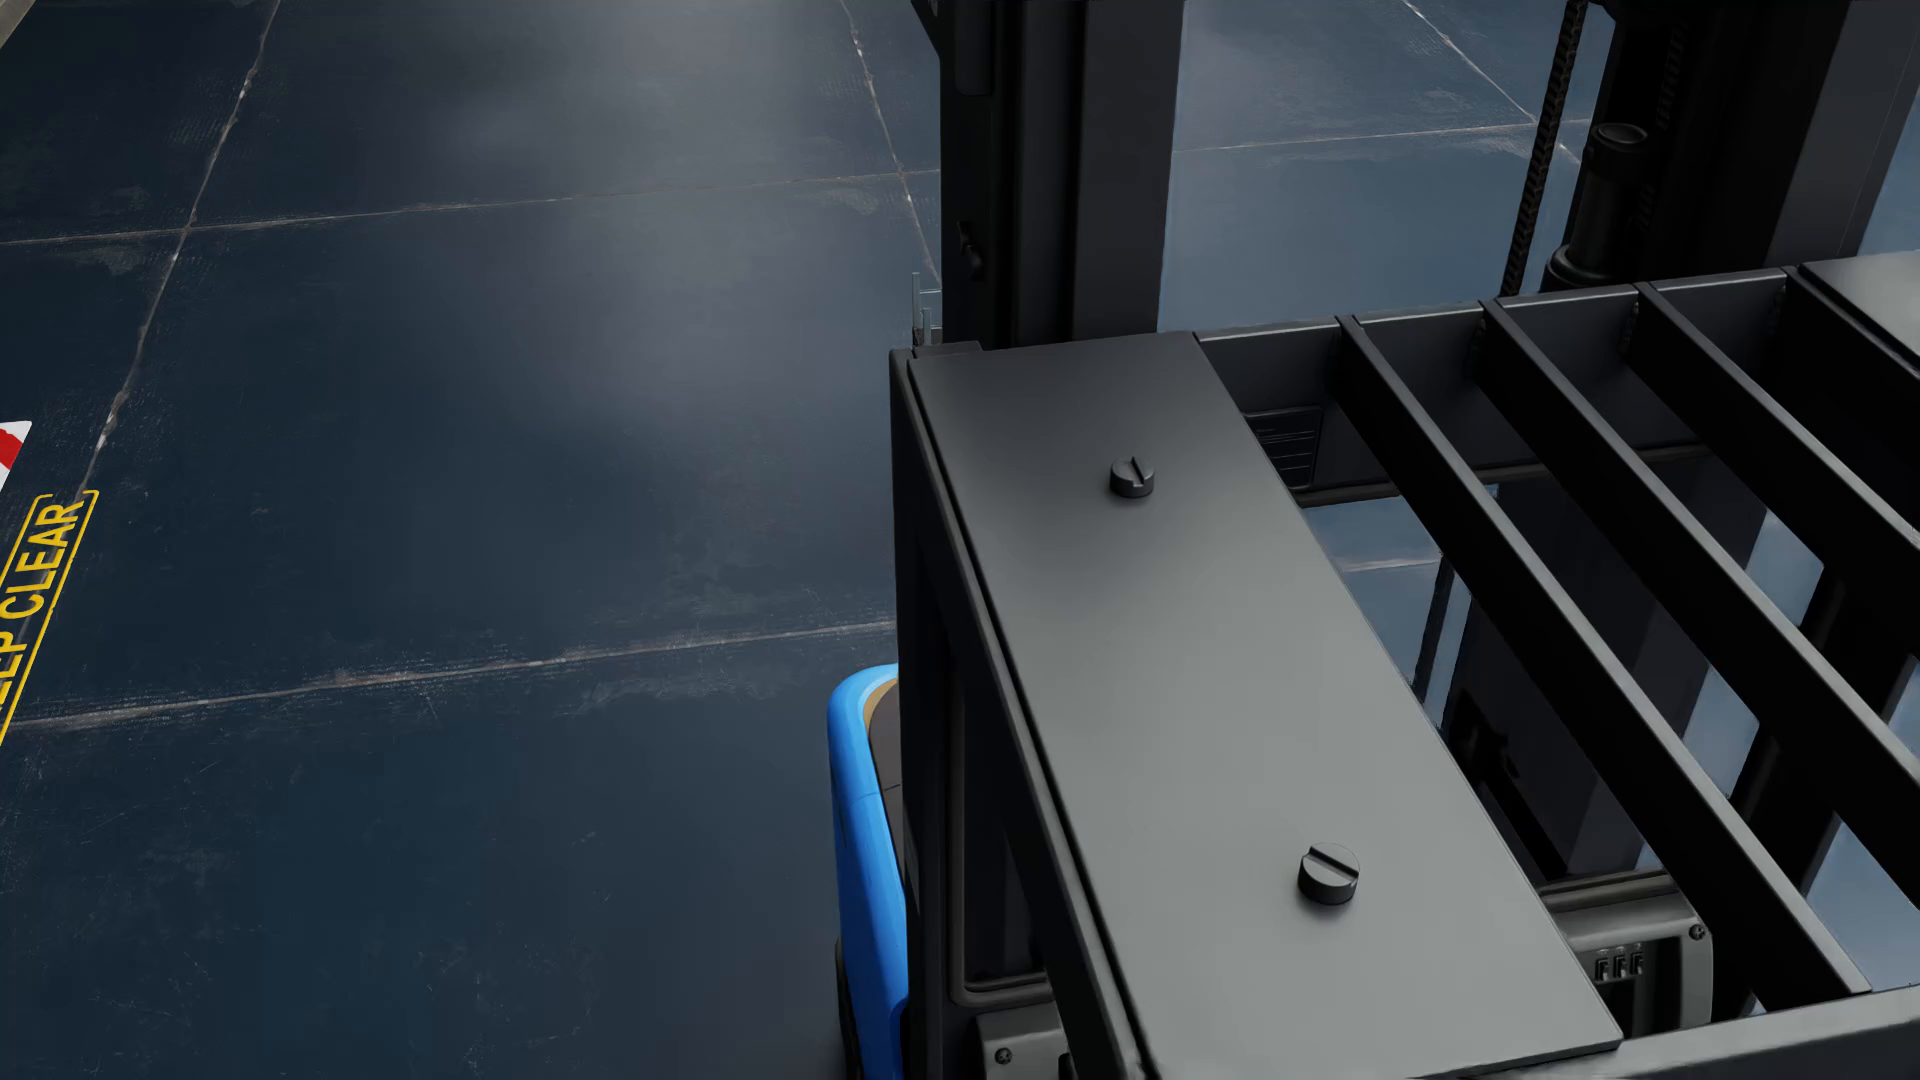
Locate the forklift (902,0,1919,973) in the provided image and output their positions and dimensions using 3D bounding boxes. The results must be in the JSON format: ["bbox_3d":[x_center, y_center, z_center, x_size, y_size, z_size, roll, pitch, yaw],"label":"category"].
[{"bbox_3d":[0.528,0.767,1.874,1.121,2.935,3.031,-7,38,-9],"label":"forklift"}]

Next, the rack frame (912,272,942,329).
[{"bbox_3d":[-0.019,-0.422,5.059,0.240,0.900,0.006,-6,38,-8],"label":"rack frame"}]

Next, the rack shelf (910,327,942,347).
[{"bbox_3d":[-0.001,-0.547,4.835,0.258,0.077,0.200,-6,38,-8],"label":"rack shelf"}]
